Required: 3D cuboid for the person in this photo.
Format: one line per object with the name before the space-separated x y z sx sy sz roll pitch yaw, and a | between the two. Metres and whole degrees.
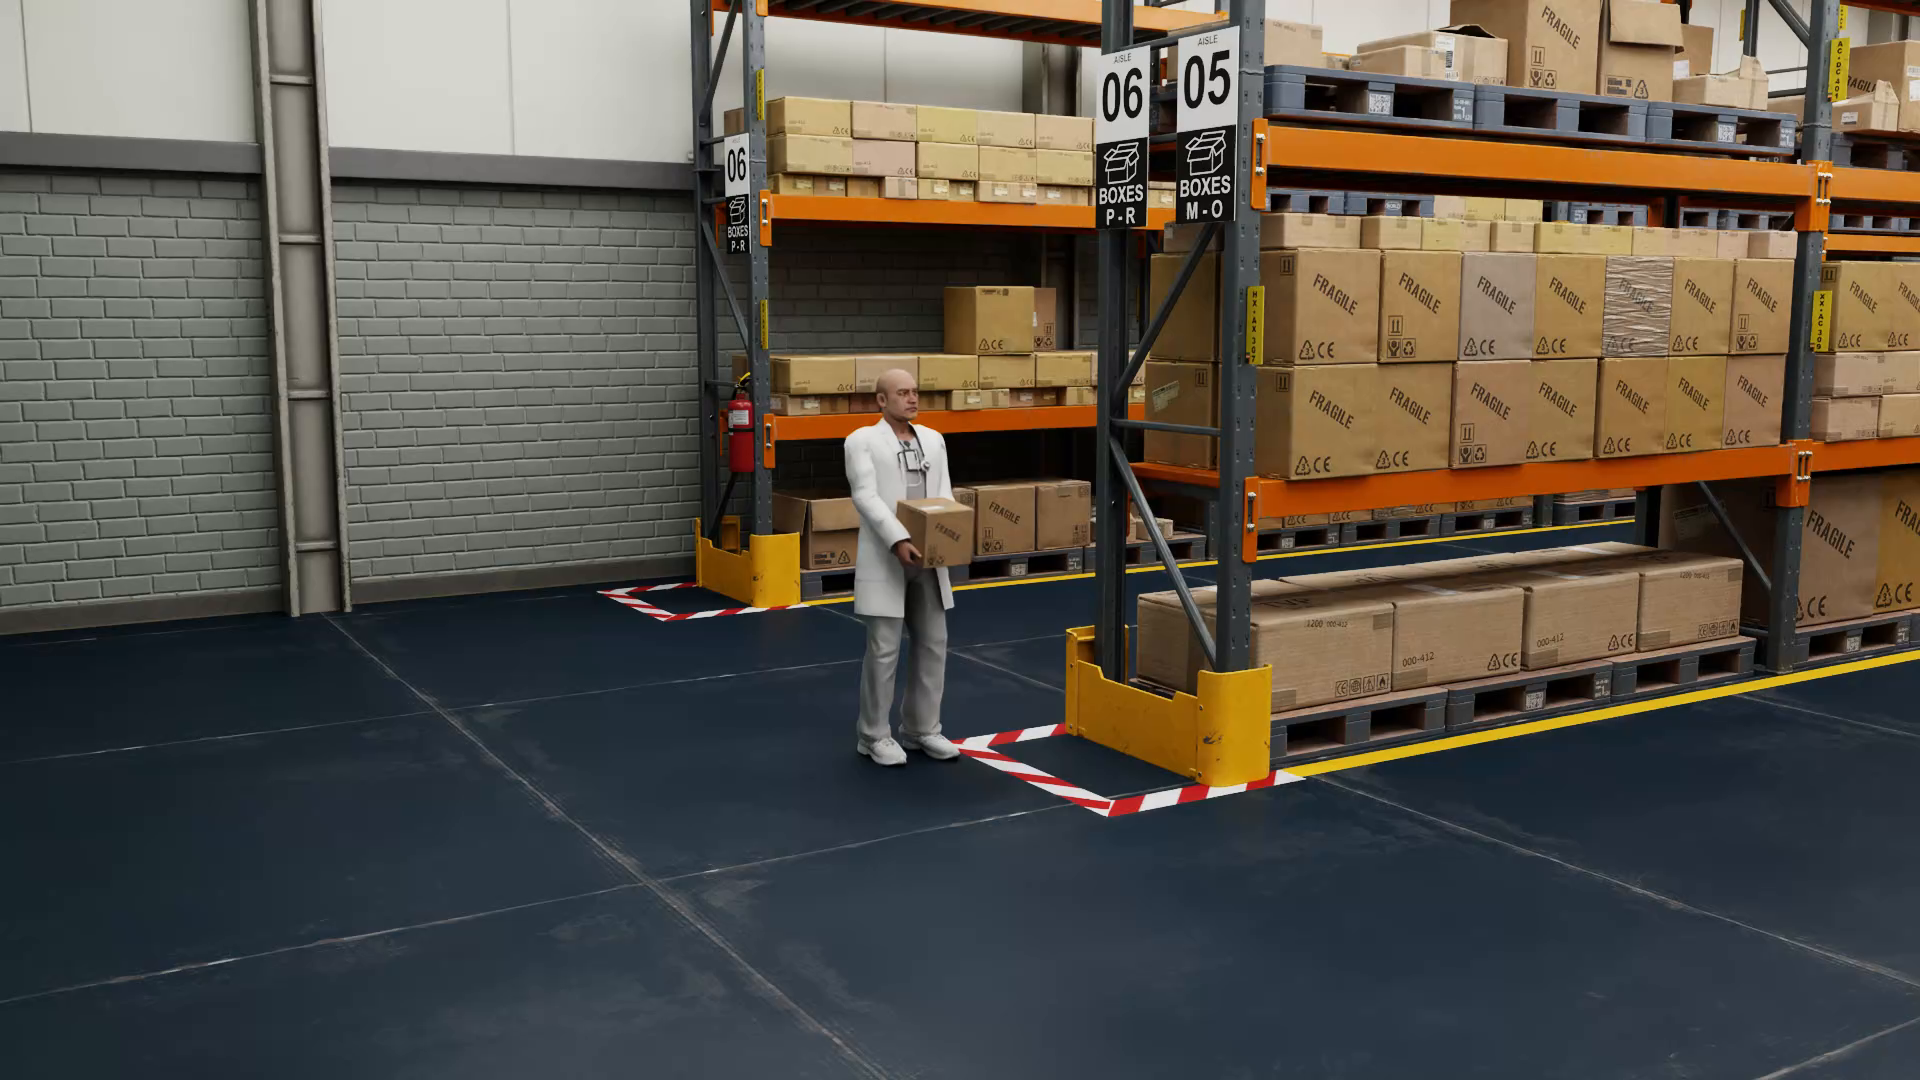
person | -0.208 0.123 7.513 0.528 1.774 0.558 -5 10 -34
